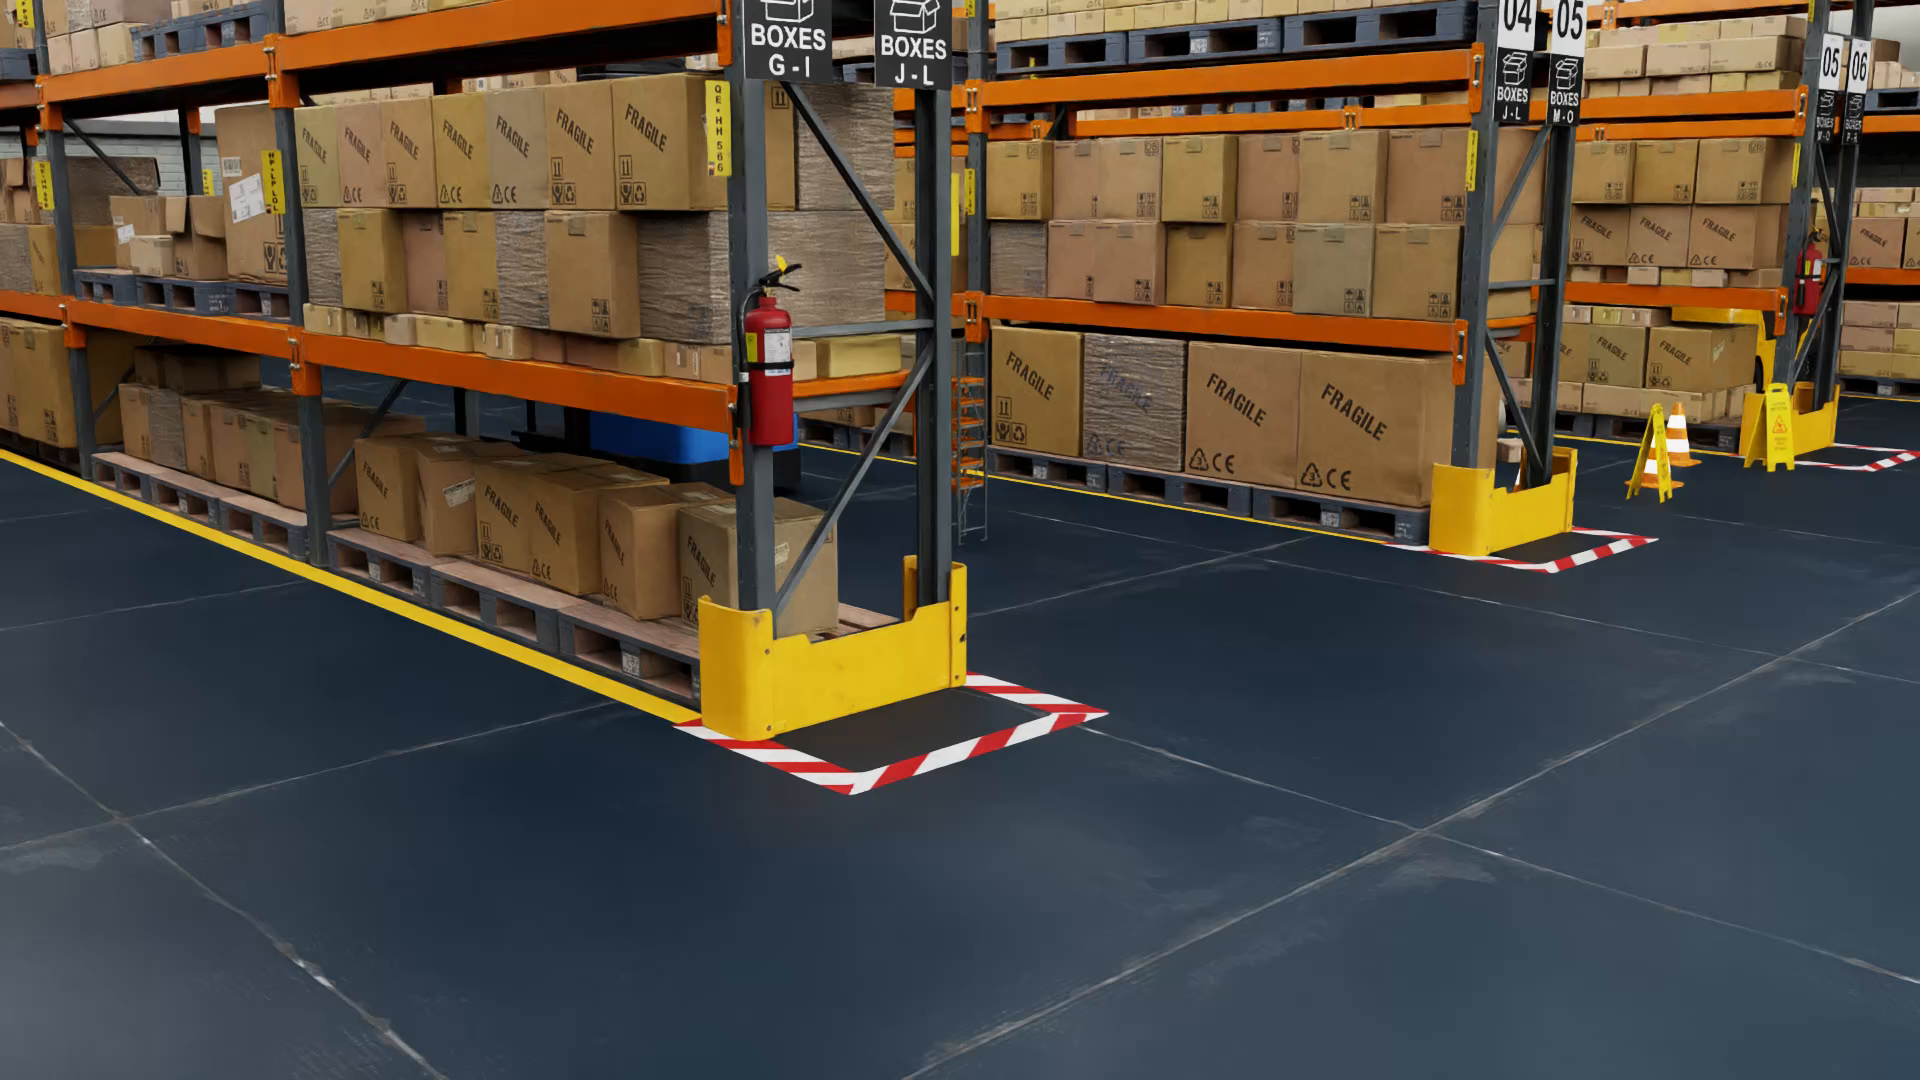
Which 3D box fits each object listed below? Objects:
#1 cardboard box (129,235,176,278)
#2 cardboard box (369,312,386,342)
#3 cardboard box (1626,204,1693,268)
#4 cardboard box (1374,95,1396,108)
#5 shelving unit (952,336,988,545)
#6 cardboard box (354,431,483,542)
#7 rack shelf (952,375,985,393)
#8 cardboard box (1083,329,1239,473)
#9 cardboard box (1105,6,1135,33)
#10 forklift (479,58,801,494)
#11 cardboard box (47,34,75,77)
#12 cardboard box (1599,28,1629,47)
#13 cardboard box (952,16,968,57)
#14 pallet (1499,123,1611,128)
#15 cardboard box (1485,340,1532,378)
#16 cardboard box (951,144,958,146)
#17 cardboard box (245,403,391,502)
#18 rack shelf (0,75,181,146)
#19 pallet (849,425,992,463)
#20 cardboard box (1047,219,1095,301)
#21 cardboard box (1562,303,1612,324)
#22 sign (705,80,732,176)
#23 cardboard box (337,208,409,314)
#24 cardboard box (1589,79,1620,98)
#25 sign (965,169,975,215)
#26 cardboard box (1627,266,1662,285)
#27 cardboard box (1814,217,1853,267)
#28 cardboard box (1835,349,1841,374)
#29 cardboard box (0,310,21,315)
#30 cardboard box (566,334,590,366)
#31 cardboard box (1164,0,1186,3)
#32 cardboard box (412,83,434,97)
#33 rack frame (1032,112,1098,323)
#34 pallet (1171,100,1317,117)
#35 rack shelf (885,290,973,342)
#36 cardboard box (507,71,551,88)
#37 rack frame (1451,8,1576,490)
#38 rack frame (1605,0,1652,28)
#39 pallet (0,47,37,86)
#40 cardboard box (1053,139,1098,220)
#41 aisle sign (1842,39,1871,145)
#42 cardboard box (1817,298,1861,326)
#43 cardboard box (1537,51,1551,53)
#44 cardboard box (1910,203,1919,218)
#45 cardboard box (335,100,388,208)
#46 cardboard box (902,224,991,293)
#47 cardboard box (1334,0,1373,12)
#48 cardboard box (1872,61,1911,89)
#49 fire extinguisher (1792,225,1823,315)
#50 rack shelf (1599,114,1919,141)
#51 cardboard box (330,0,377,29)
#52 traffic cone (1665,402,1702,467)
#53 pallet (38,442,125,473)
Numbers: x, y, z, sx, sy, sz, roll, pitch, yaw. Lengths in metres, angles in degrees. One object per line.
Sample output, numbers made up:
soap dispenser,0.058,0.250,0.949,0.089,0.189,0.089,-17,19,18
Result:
cardboard box,-4.969,-1.826,10.671,0.500,0.250,0.500,11,16,44
cardboard box,-2.731,-1.084,8.362,0.380,0.149,0.250,-11,16,-43
cardboard box,5.816,-2.493,13.593,0.500,0.500,0.500,-11,16,-42
cardboard box,4.008,-4.033,15.242,0.380,0.149,0.250,-11,16,-43
shelving unit,0.010,-0.586,9.780,0.258,1.200,0.189,-11,16,-43
cardboard box,-2.950,-0.304,9.107,0.500,0.500,0.500,11,16,43
rack shelf,0.010,-0.895,9.716,0.258,0.103,0.180,-11,16,-43
cardboard box,1.469,-0.995,11.534,0.875,0.875,0.875,-11,16,-42
cardboard box,1.169,-3.415,10.954,0.380,0.149,0.250,-11,16,-43
forklift,-2.532,-1.896,11.853,3.031,2.935,1.130,10,16,41
cardboard box,-5.819,-3.262,11.248,0.500,0.250,0.500,-11,16,-42
cardboard box,5.482,-4.129,13.732,0.250,0.149,0.380,11,16,44
cardboard box,-0.144,-3.794,12.543,0.500,0.250,0.500,-11,16,-42
pallet,6.939,-4.962,19.603,1.217,0.209,0.805,11,16,43
cardboard box,4.917,-1.718,14.730,0.500,0.500,0.500,-10,15,-40
cardboard box,-0.029,-6.316,26.323,0.380,0.149,0.250,-11,16,-43
cardboard box,-3.922,-0.543,10.215,0.700,0.500,0.500,-11,16,-43
rack shelf,-7.341,-3.379,13.228,1.077,0.370,4.000,-11,16,-43
pallet,-0.128,-0.799,13.268,1.003,0.211,1.213,-11,16,-43
cardboard box,1.119,-2.007,11.848,0.875,0.550,0.550,-11,16,-43
cardboard box,5.336,-1.928,14.145,0.380,0.149,0.250,-10,15,-40
sign,-0.850,-1.450,5.864,0.100,0.325,0.005,-11,16,-43
cardboard box,-2.611,-1.429,8.429,0.875,0.500,0.500,-11,16,-43
cardboard box,5.420,-3.734,13.789,0.250,0.149,0.380,11,16,44
sign,0.074,-2.514,12.008,0.100,0.325,0.005,-11,16,-43
cardboard box,5.703,-2.181,13.685,0.380,0.149,0.250,-11,16,-42
cardboard box,9.084,-3.112,17.334,0.500,0.500,0.500,-11,16,-44
cardboard box,9.091,-1.908,17.510,0.500,0.250,0.500,-11,16,-42
cardboard box,-7.648,-1.498,13.974,0.875,0.875,1.225,11,16,43
cardboard box,-1.467,-0.839,7.174,0.380,0.149,0.250,-11,16,-43
cardboard box,1.643,-3.528,10.513,0.500,0.250,0.500,-11,16,-42
cardboard box,-5.568,-4.903,17.975,0.500,0.250,0.500,11,16,42
rack frame,1.208,-3.351,18.744,1.000,3.000,0.127,-11,16,-43
pallet,2.902,-4.400,16.869,1.213,0.211,1.003,-11,16,-43
rack shelf,-0.921,-2.002,13.980,1.077,0.370,4.000,-11,16,-43
cardboard box,-4.093,-4.712,16.619,0.797,0.503,0.637,-11,16,-43
rack frame,3.222,-1.479,9.657,1.000,3.000,0.127,-11,16,-43
rack frame,7.558,-6.398,18.665,1.000,3.000,0.127,-11,16,-43
pallet,-6.443,-3.433,12.178,1.213,0.211,1.003,-10,15,-40
cardboard box,1.154,-2.543,11.771,0.875,0.550,0.550,-11,16,-43
aisle sign,6.999,-3.491,12.980,0.394,0.787,0.004,-11,16,-43
cardboard box,9.064,-2.394,17.395,0.500,0.250,0.500,-11,16,-42
cardboard box,5.126,-3.984,14.017,0.500,0.250,0.500,-11,16,-42
cardboard box,9.680,-3.287,16.578,0.380,0.149,0.250,-11,16,-42
cardboard box,-2.724,-1.897,8.223,0.500,0.500,0.500,-11,16,-43
cardboard box,-0.094,-2.151,12.669,0.500,0.500,0.500,-11,16,-43
cardboard box,2.396,-3.155,9.694,0.380,0.149,0.250,-11,16,-42
cardboard box,9.353,-4.649,16.656,0.396,0.266,0.258,-11,16,-42
fire extinguisher,6.478,-2.065,12.692,0.296,0.674,0.183,-11,16,-43
rack shelf,8.939,-4.285,17.624,1.077,0.370,4.000,-11,16,-43
cardboard box,-2.703,-2.604,8.057,0.500,0.250,0.500,-11,16,-43
traffic cone,5.503,-0.824,12.765,0.336,0.463,0.334,-11,16,-43
pallet,-6.450,-0.730,12.932,1.003,0.211,1.213,-11,16,-43
